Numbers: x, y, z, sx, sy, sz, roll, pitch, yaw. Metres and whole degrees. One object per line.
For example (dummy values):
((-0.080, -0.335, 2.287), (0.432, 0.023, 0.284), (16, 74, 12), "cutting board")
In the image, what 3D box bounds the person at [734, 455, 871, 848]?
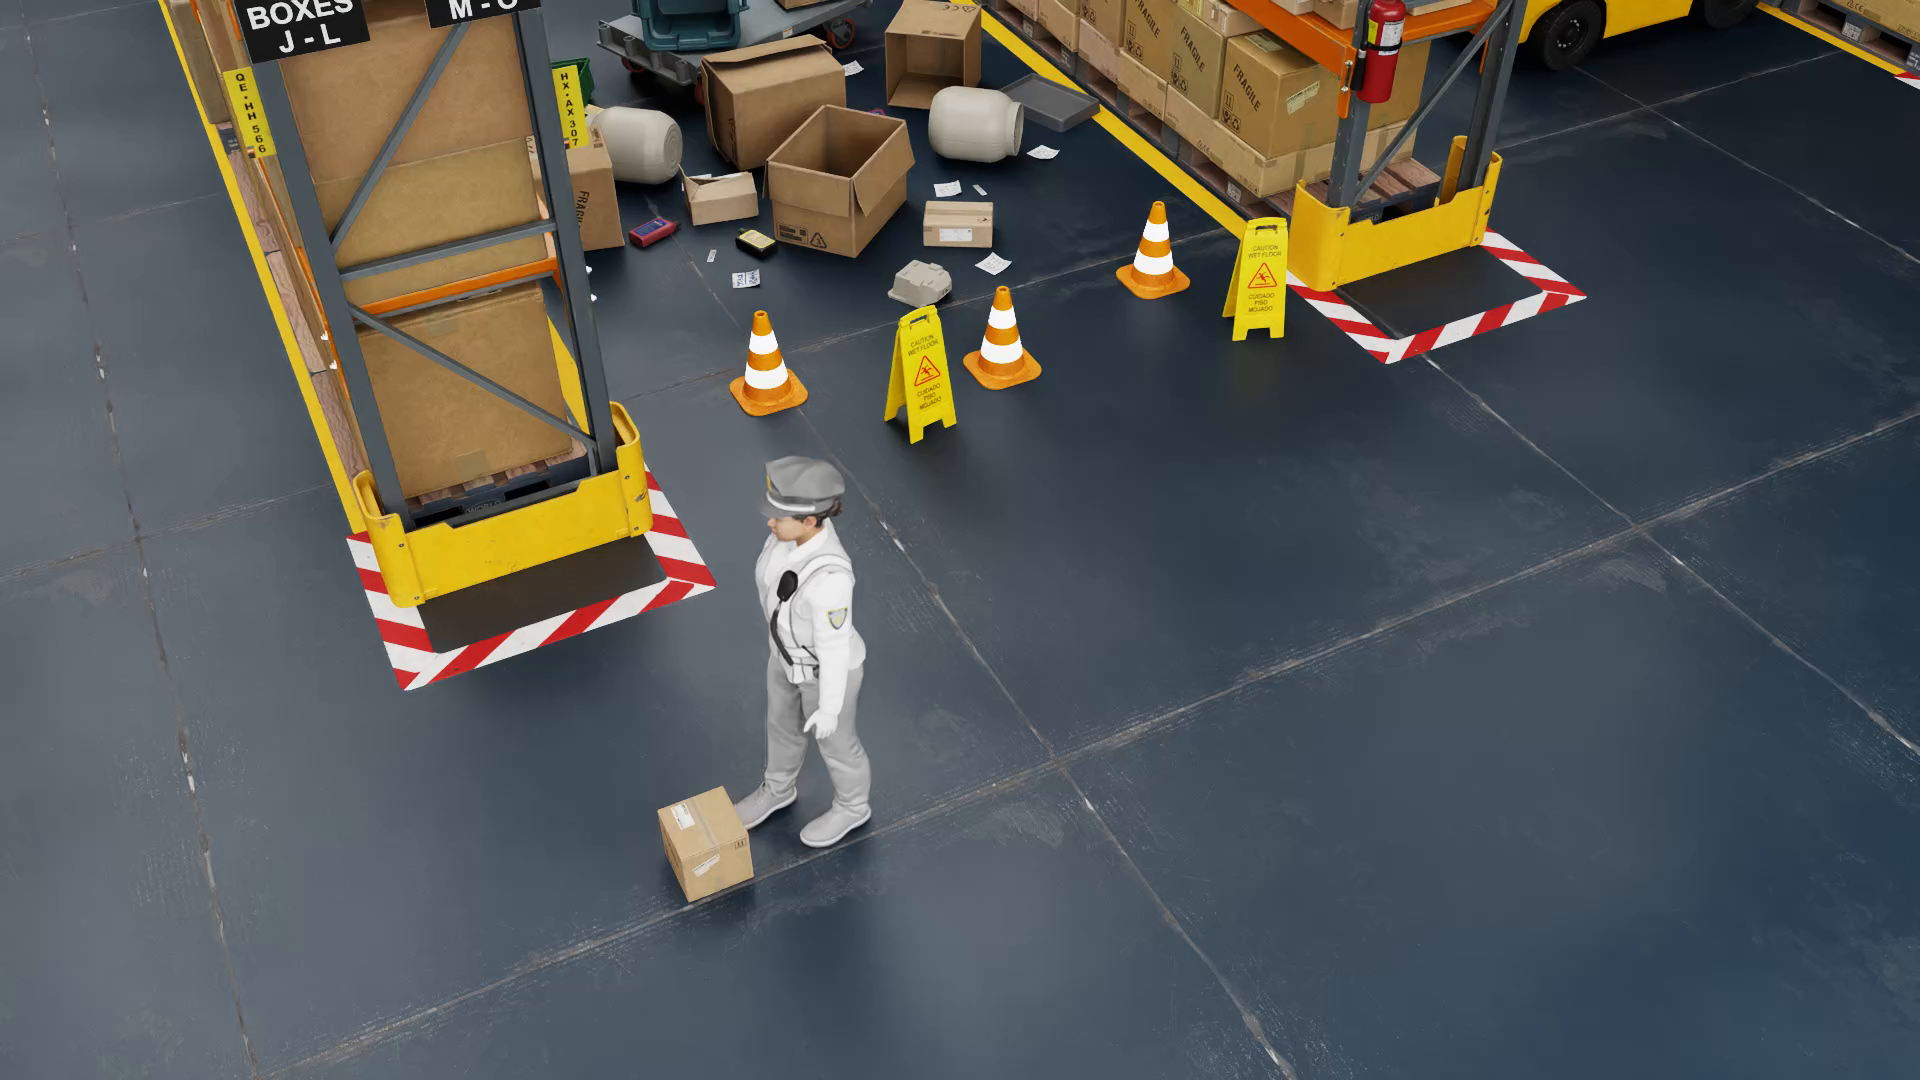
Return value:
((-0.570, 0.454, 5.628), (0.508, 1.680, 0.502), (-19, 45, -20), "person")
